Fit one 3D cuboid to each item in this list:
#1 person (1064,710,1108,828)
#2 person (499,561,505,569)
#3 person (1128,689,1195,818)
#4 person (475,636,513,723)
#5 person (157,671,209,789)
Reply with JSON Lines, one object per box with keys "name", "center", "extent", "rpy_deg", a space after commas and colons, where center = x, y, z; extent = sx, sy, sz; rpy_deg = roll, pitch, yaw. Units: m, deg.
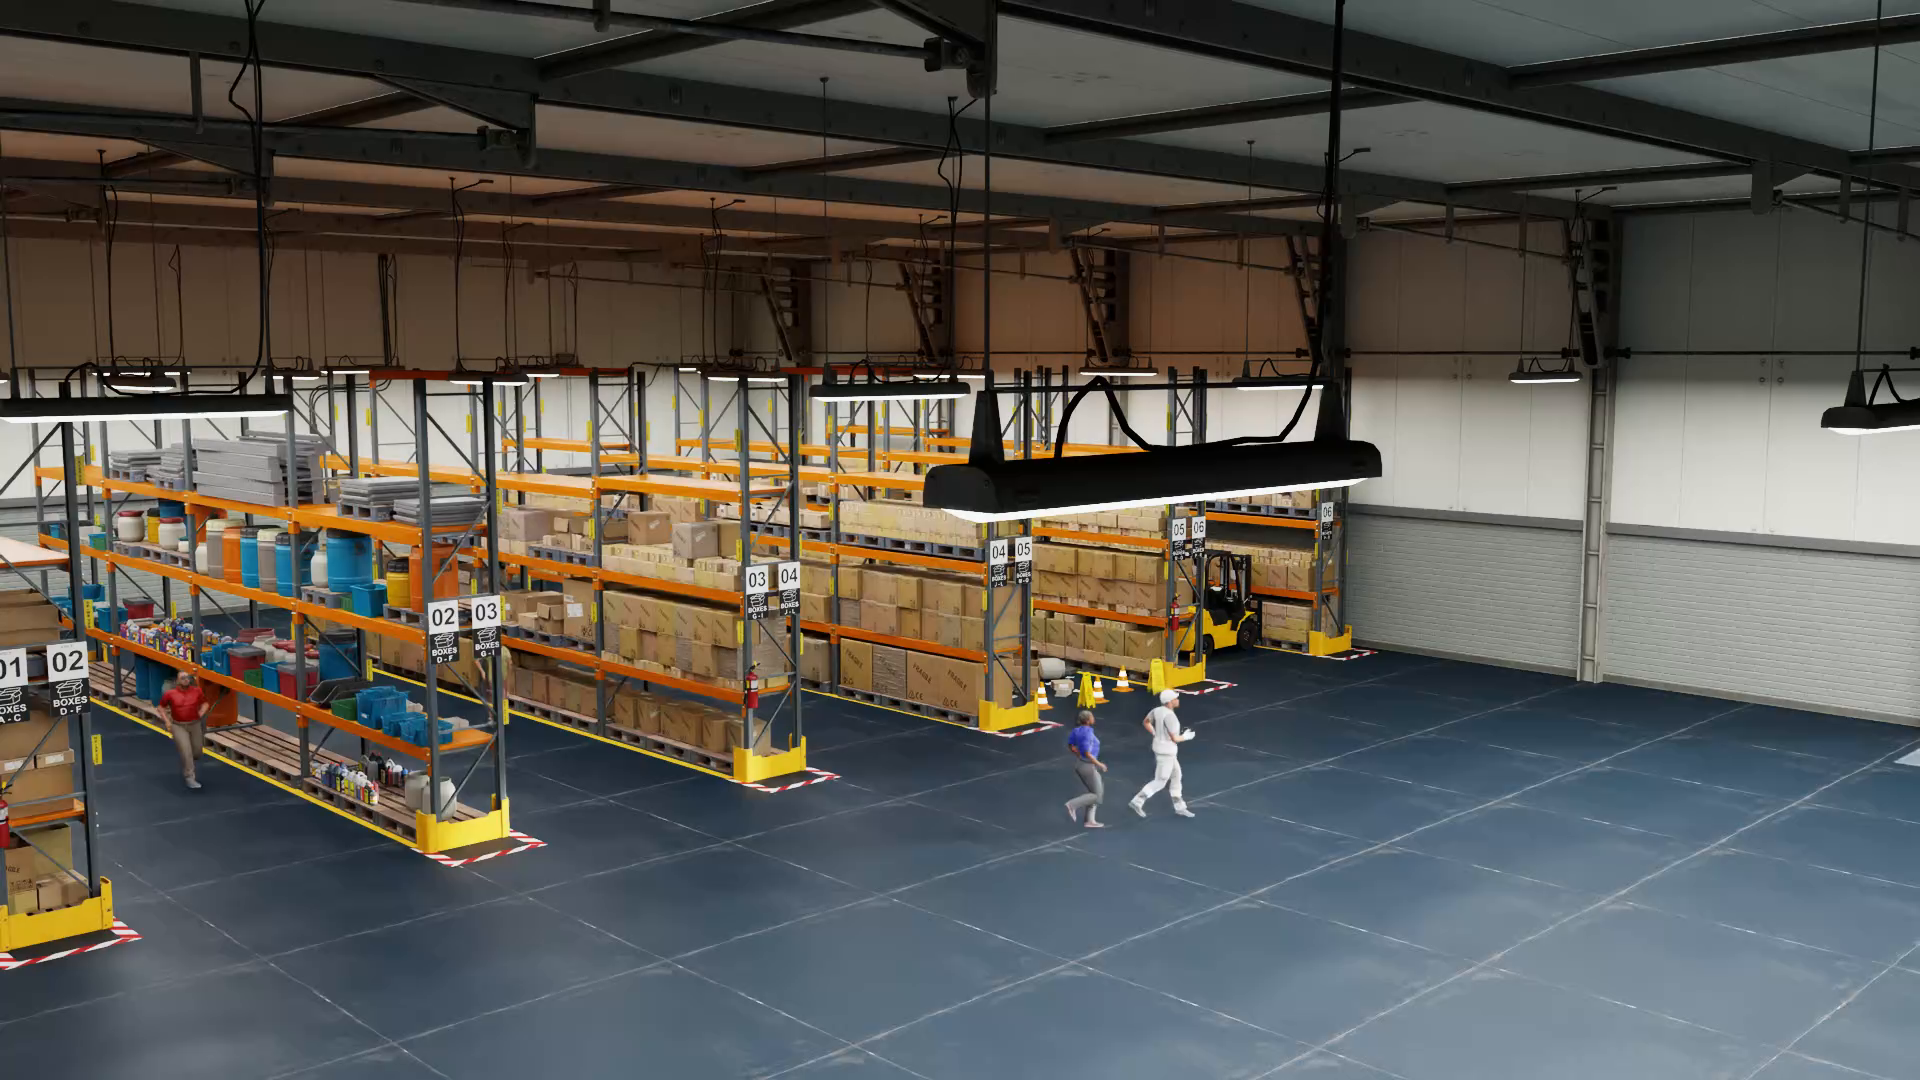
{"name": "person", "center": [1.636, 3.097, 22.091], "extent": [0.611, 1.525, 0.575], "rpy_deg": [-3, 7, -21]}
{"name": "person", "center": [-11.198, 0.939, 40.602], "extent": [0.637, 1.689, 0.775], "rpy_deg": [-3, 7, -27]}
{"name": "person", "center": [2.730, 2.903, 22.482], "extent": [1.003, 1.799, 0.672], "rpy_deg": [-1, 7, -10]}
{"name": "person", "center": [-7.757, 2.352, 27.919], "extent": [0.656, 1.659, 0.549], "rpy_deg": [5, 8, 37]}
{"name": "person", "center": [-11.330, 2.742, 24.317], "extent": [0.666, 1.695, 0.809], "rpy_deg": [-6, 9, -41]}
